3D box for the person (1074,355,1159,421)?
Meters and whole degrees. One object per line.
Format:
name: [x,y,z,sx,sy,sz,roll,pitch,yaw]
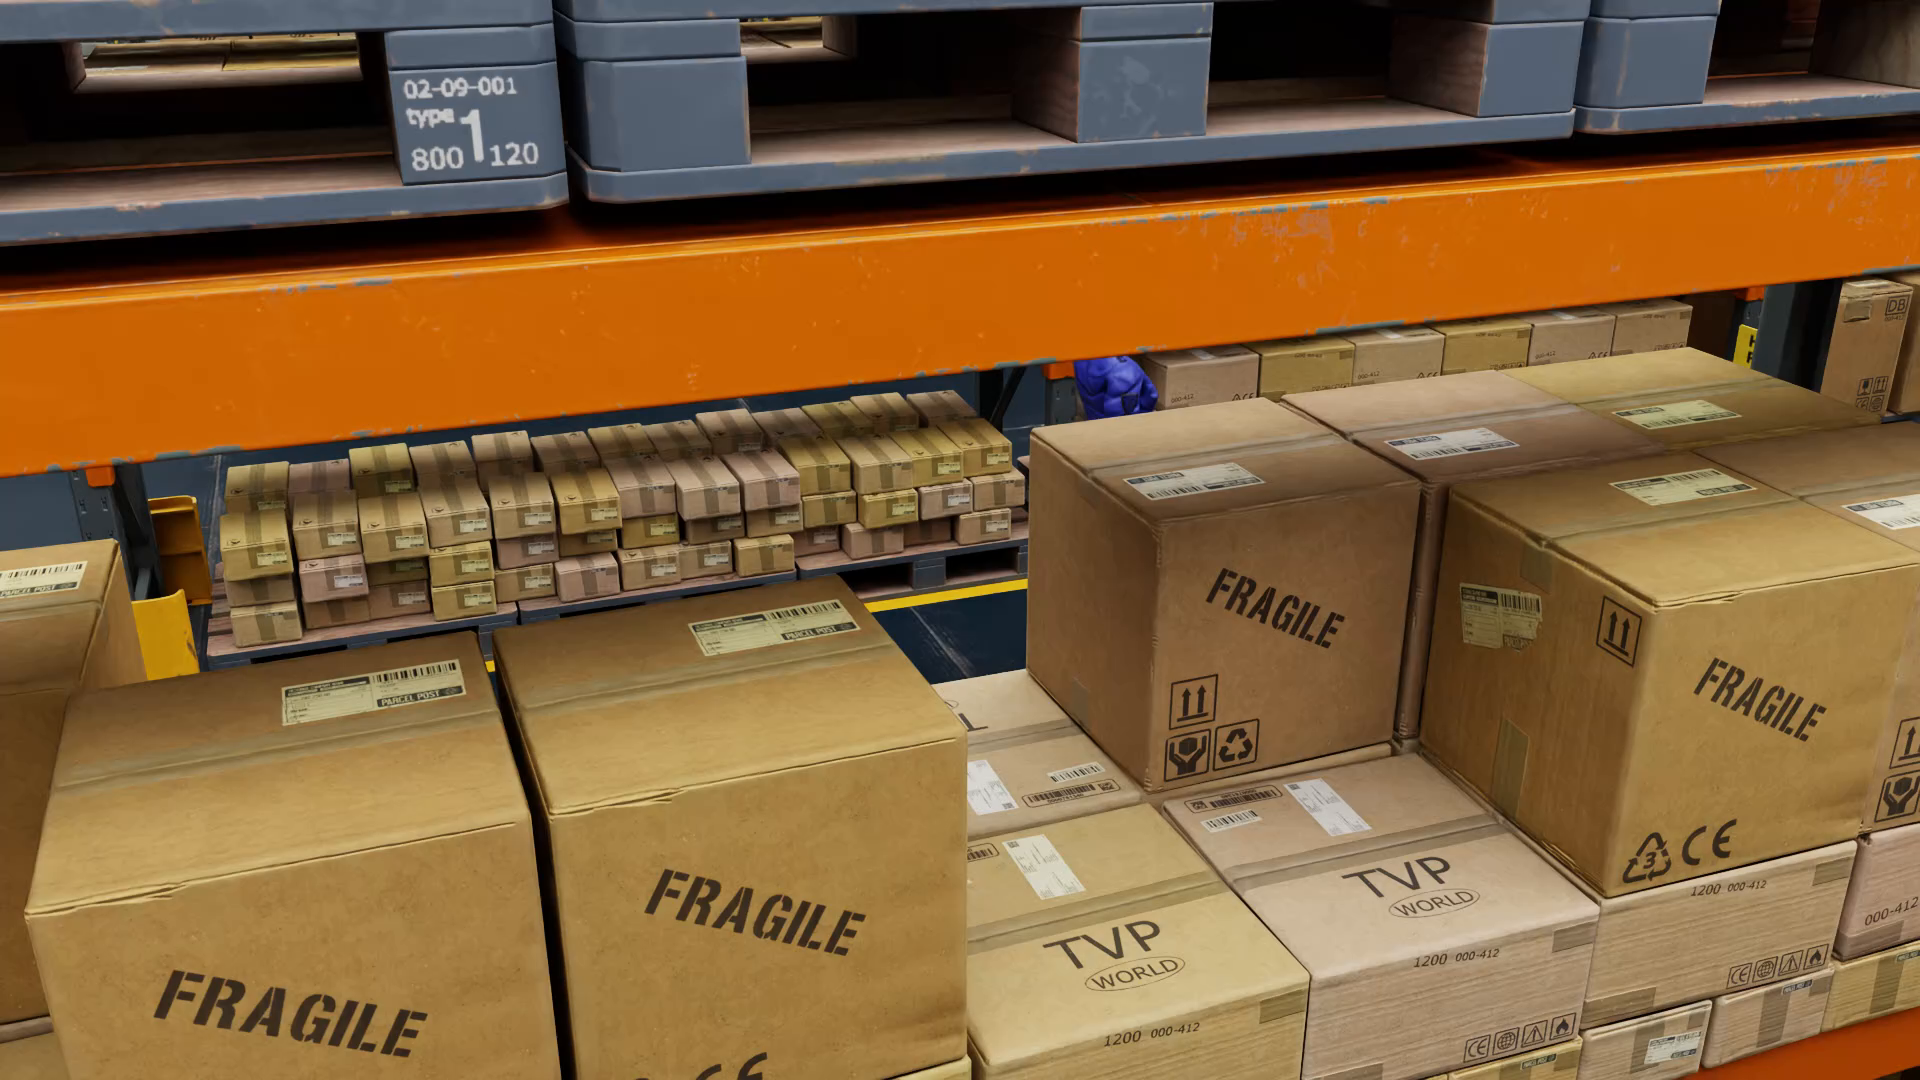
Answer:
person: [0.671,-0.227,6.656,0.449,1.682,0.482,-9,24,-20]
